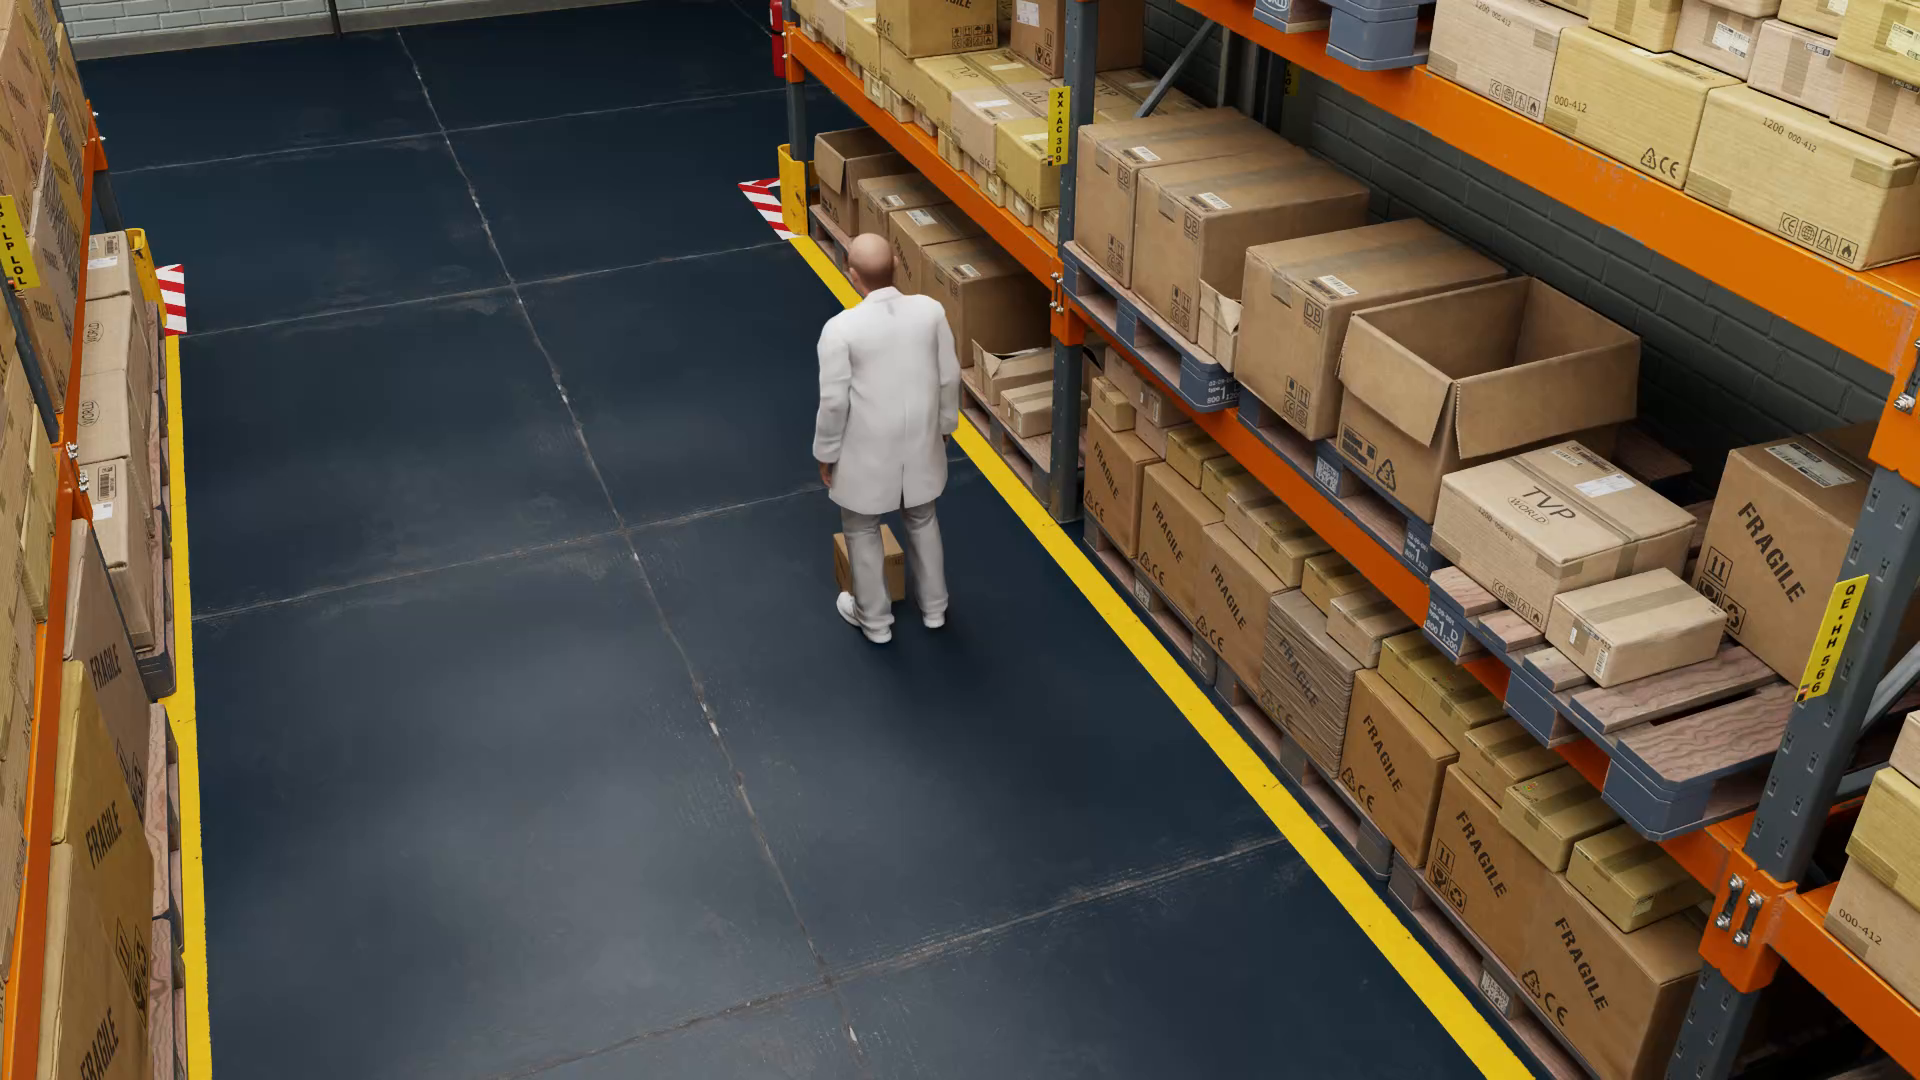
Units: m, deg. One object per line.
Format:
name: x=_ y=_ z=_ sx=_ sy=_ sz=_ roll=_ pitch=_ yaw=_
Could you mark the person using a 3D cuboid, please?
person: x=-0.299 y=-0.395 z=6.763 sx=0.637 sy=1.773 sz=0.428 roll=-14 pitch=36 yaw=-21
